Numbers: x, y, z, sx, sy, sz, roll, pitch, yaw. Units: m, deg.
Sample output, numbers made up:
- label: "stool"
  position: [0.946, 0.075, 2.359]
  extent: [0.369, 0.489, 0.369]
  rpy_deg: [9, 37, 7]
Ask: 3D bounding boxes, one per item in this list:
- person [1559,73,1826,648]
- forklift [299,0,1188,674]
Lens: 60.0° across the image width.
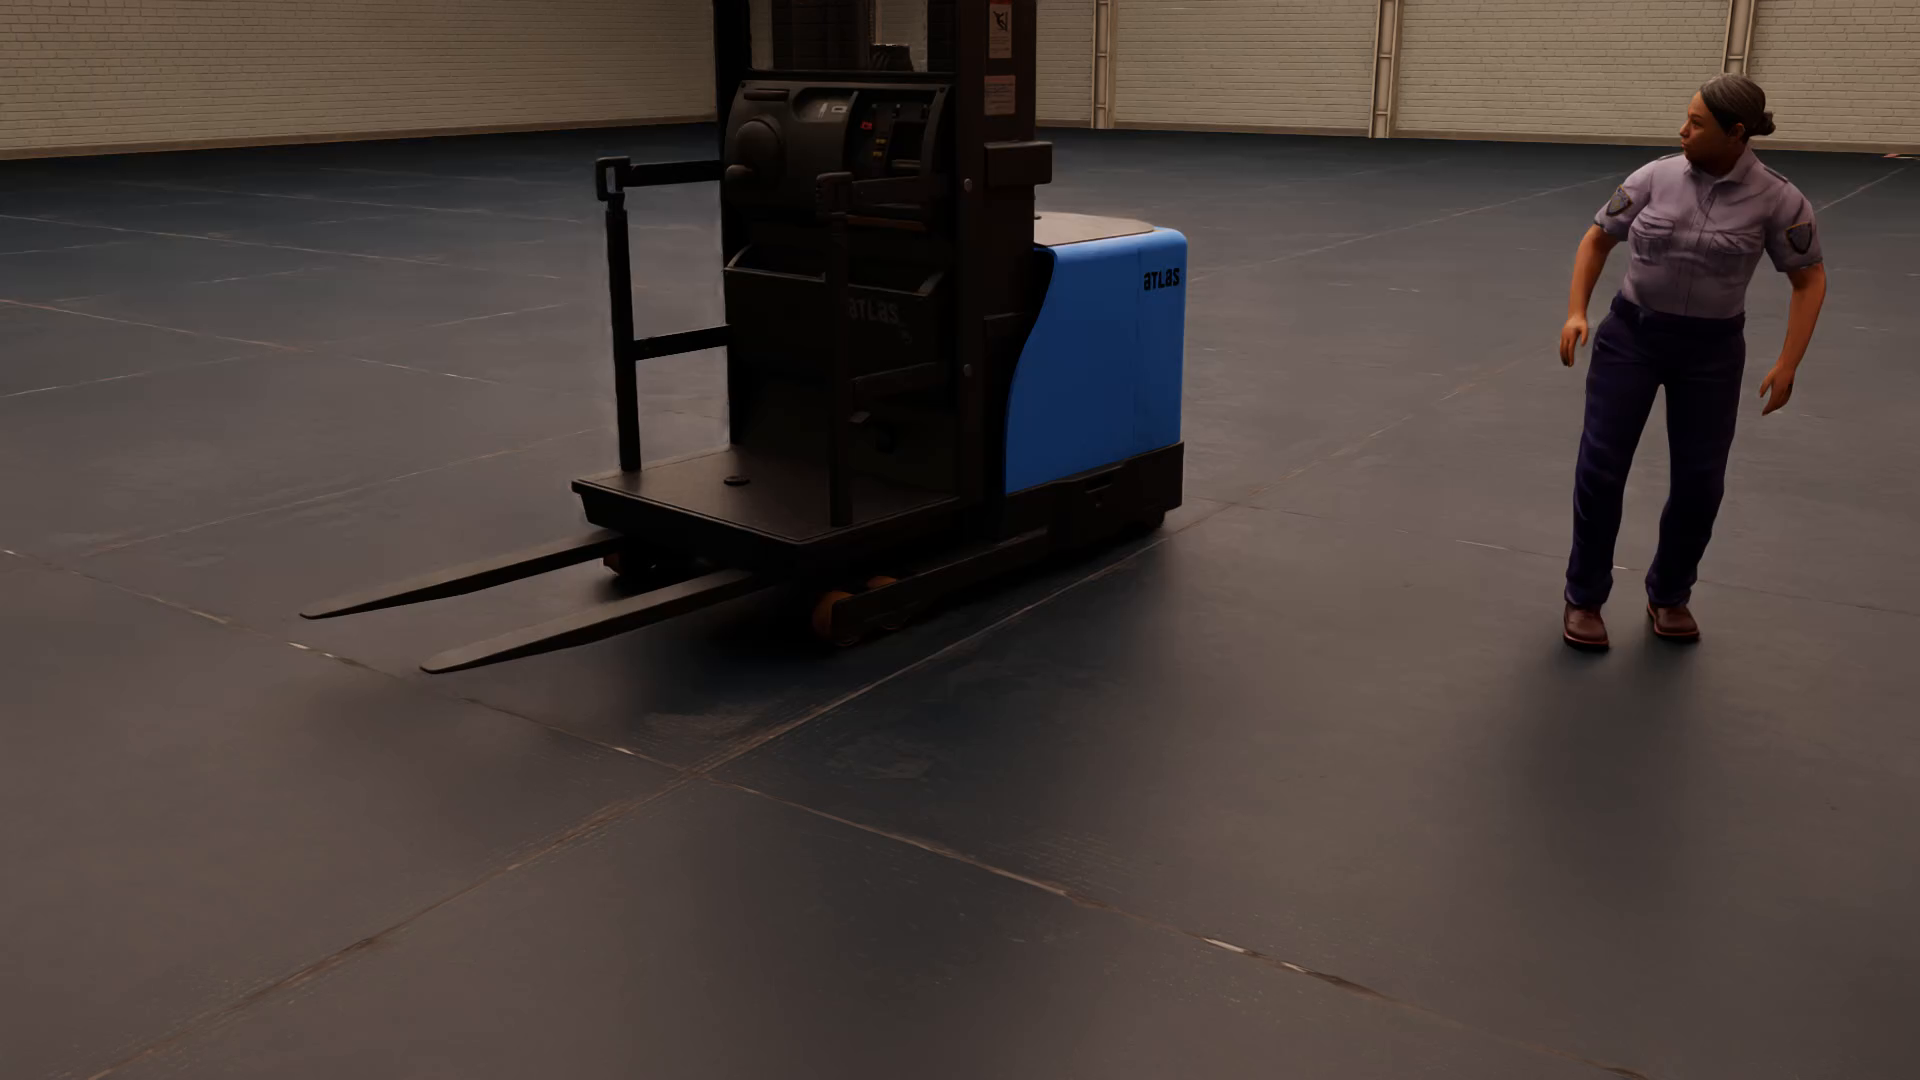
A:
- label: "person"
  position: [2.077, -0.494, 4.772]
  extent: [0.680, 1.629, 0.485]
  rpy_deg: [7, 18, 22]
- label: "forklift"
  position: [-0.536, -1.252, 5.020]
  extent: [1.130, 2.935, 3.031]
  rpy_deg: [14, 22, 40]
